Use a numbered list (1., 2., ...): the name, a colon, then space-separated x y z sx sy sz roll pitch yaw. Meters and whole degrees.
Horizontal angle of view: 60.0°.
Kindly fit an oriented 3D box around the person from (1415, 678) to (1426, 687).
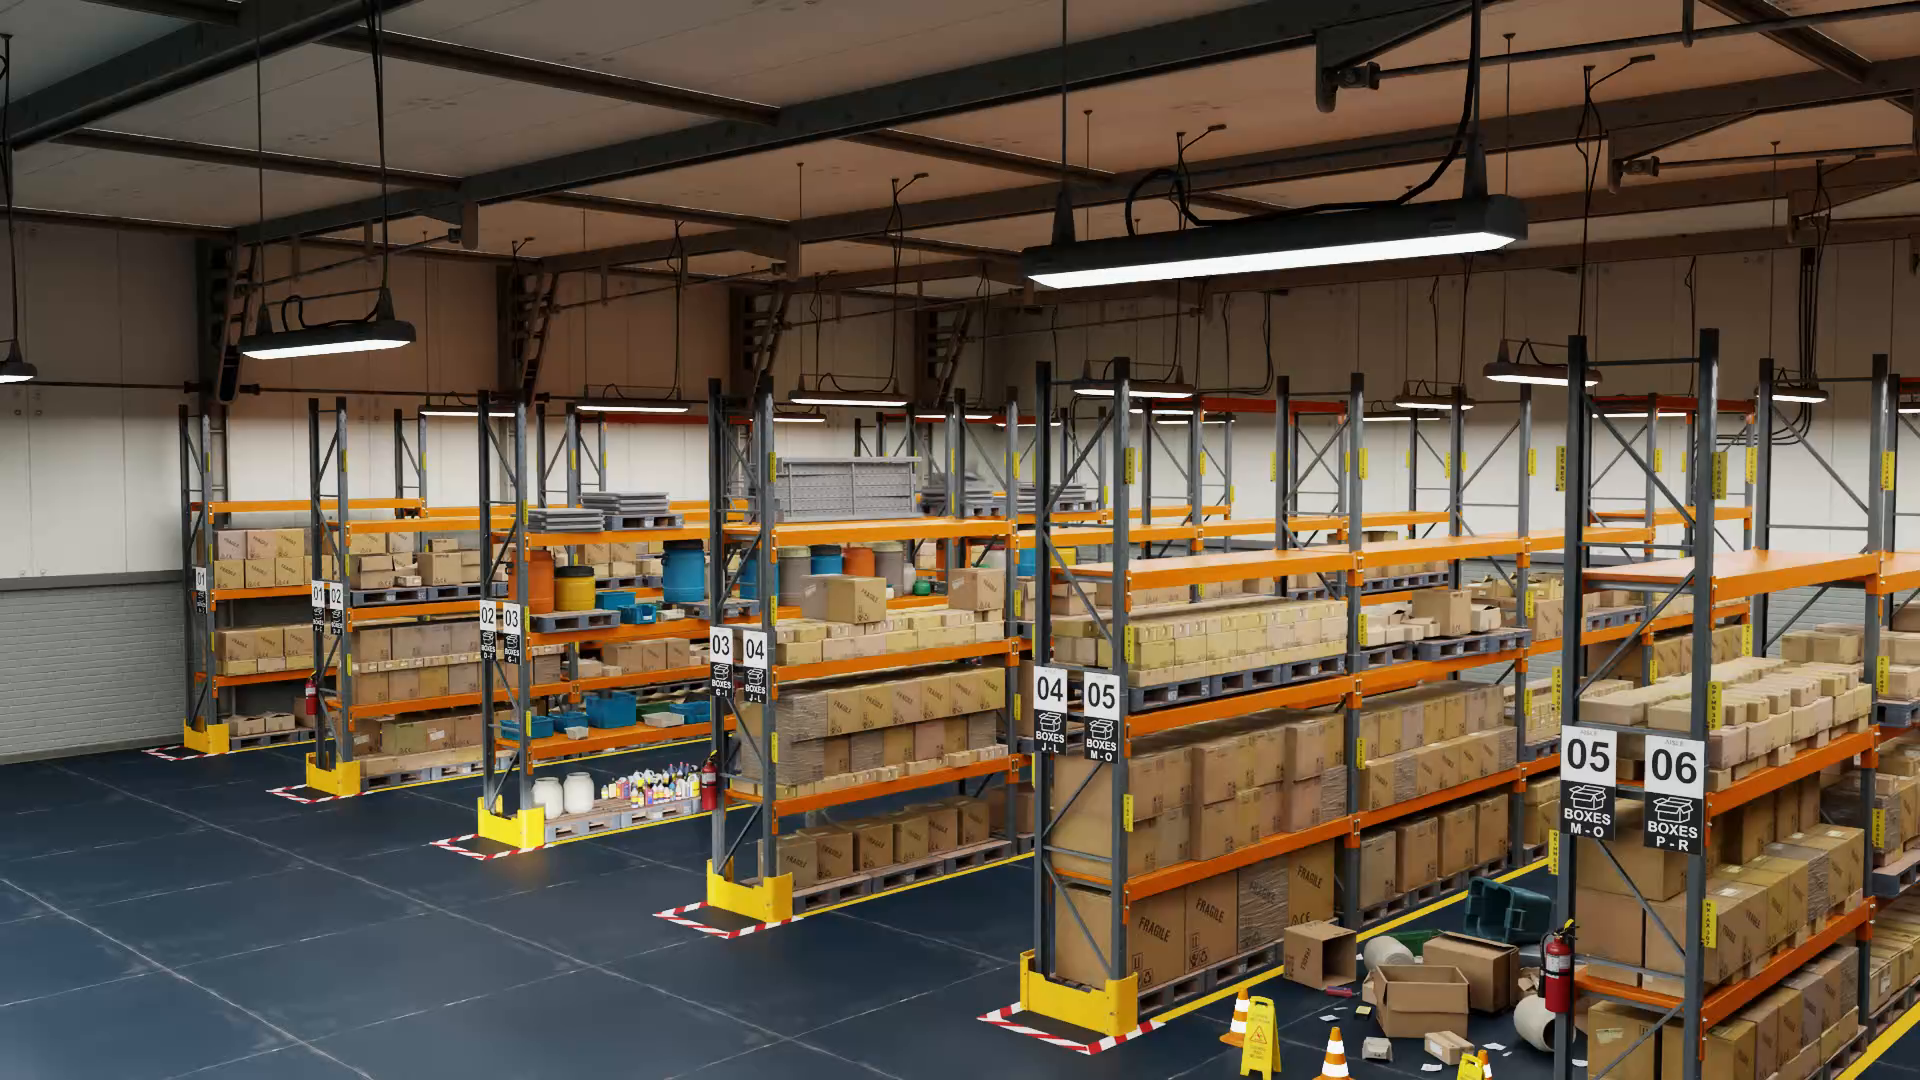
1. person: 7.209 2.982 26.107 0.571 1.608 0.572 2 4 36

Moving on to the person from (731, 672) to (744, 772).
1. person: -3.419 2.904 27.067 0.556 1.758 0.748 2 4 40

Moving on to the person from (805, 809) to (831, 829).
1. person: -1.876 3.170 21.496 0.602 1.733 0.812 3 4 41

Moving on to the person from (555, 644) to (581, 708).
1. person: -7.116 2.726 30.514 0.612 1.668 0.602 -3 4 -43
